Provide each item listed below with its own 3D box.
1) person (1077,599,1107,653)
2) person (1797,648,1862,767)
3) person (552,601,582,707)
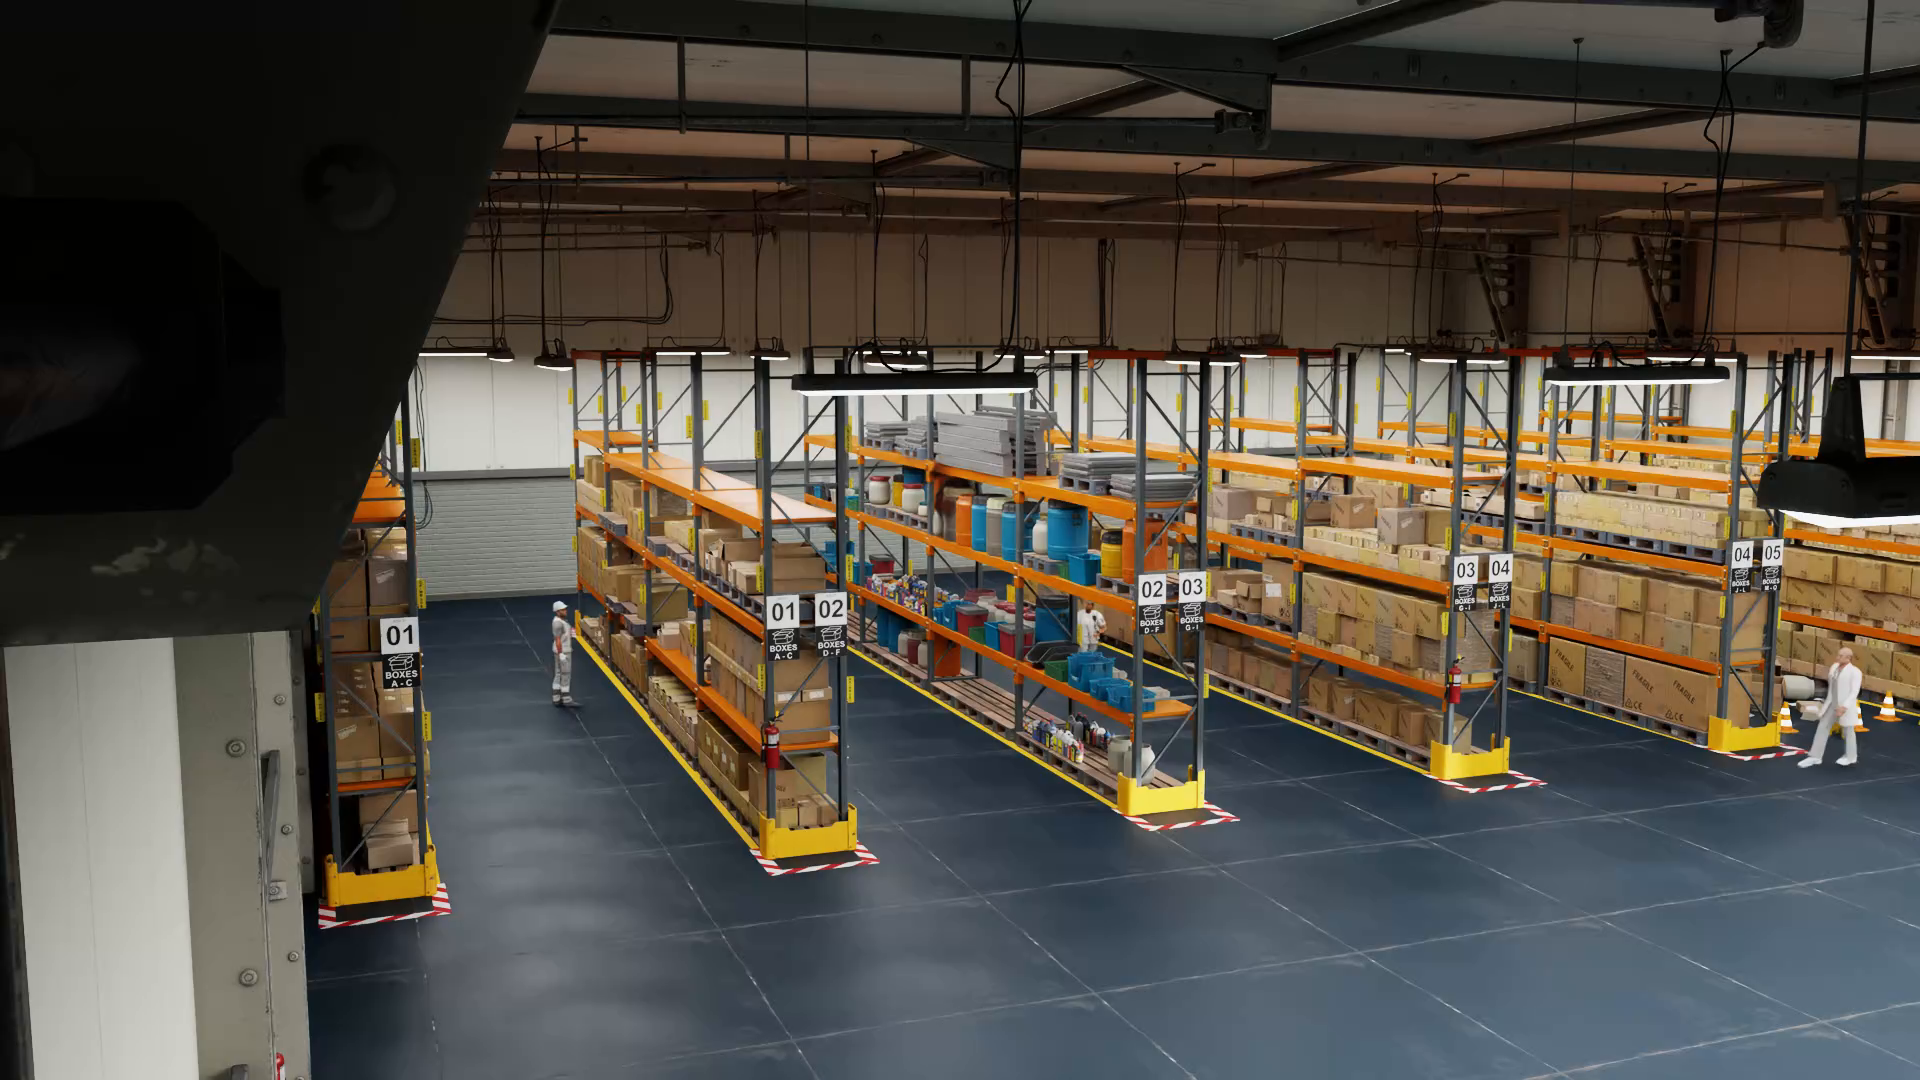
[{"bbox_3d":[2.304,1.852,29.651,0.552,1.693,0.746,-2,7,-16],"label":"person"},{"bbox_3d":[12.782,2.440,24.221,0.921,1.756,0.579,-4,8,-30],"label":"person"},{"bbox_3d":[-6.726,1.927,28.322,0.454,1.797,0.583,-3,8,-22],"label":"person"}]
